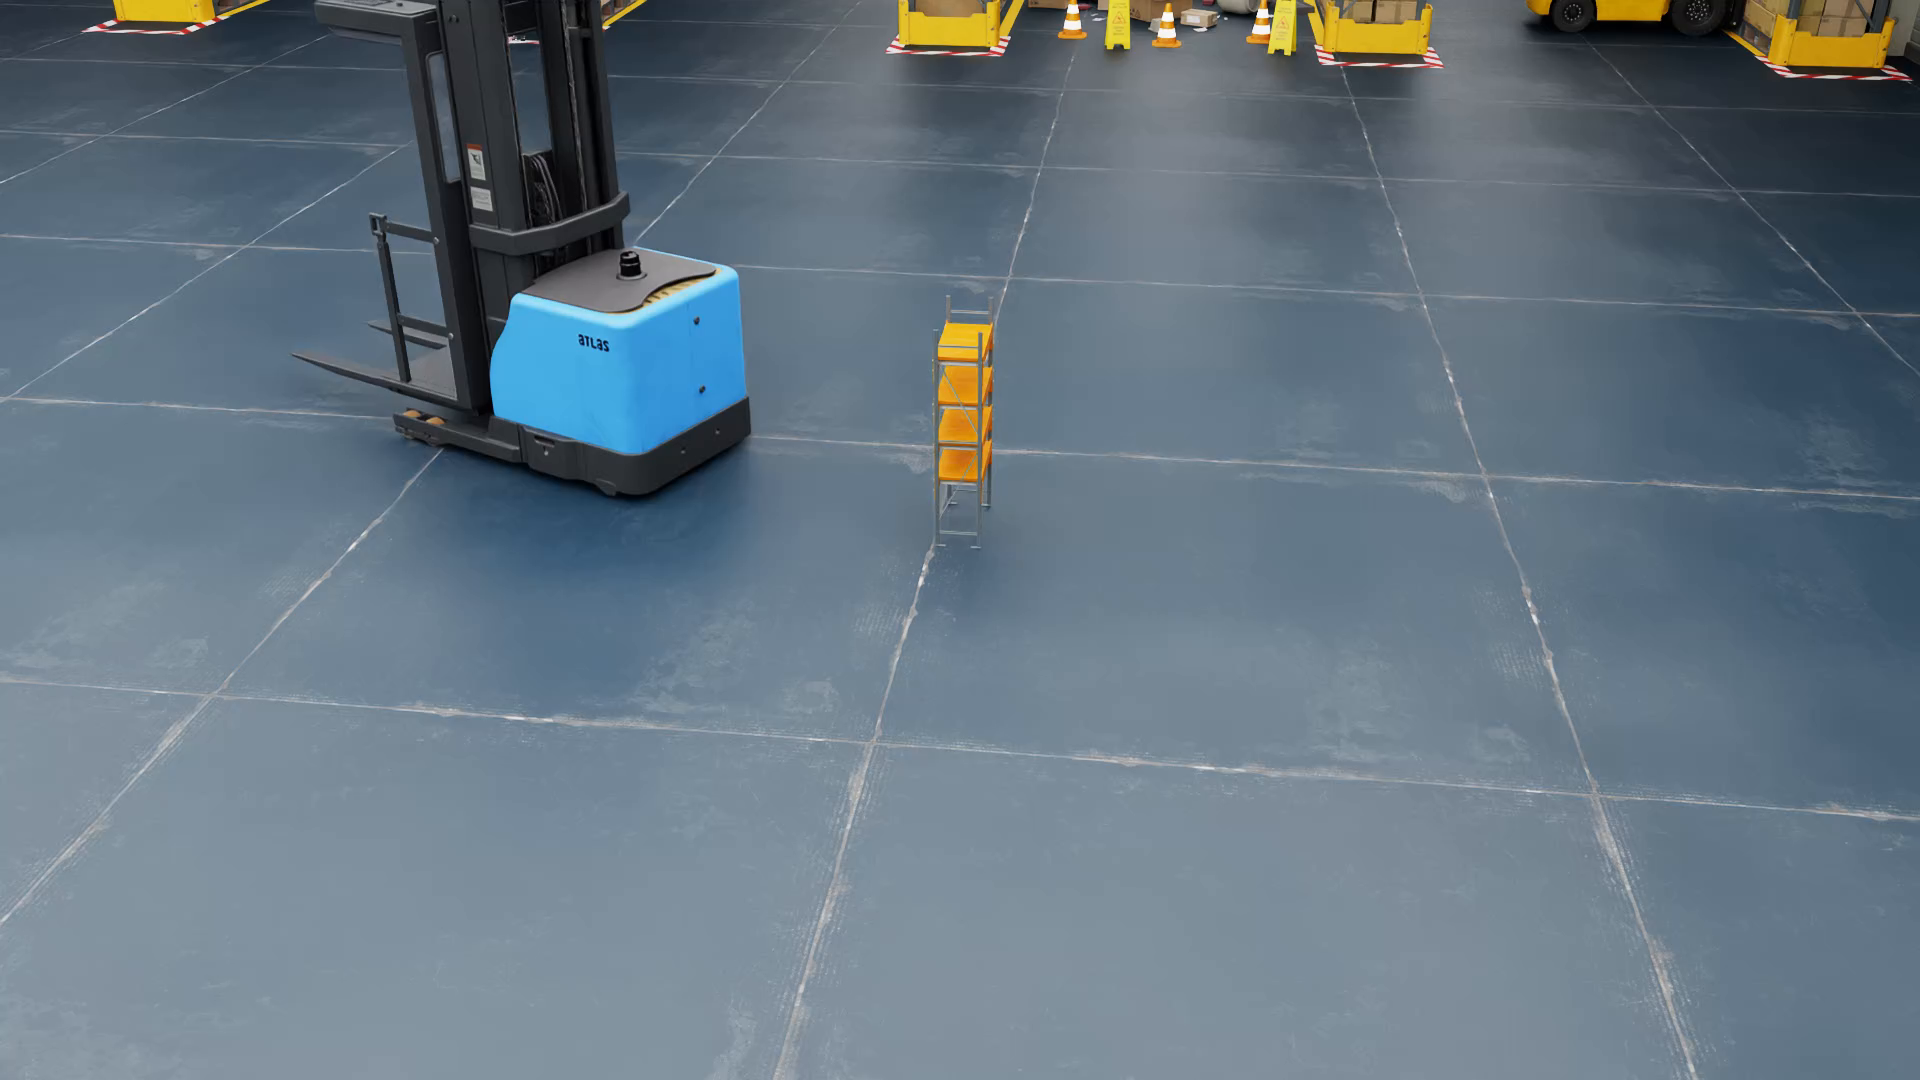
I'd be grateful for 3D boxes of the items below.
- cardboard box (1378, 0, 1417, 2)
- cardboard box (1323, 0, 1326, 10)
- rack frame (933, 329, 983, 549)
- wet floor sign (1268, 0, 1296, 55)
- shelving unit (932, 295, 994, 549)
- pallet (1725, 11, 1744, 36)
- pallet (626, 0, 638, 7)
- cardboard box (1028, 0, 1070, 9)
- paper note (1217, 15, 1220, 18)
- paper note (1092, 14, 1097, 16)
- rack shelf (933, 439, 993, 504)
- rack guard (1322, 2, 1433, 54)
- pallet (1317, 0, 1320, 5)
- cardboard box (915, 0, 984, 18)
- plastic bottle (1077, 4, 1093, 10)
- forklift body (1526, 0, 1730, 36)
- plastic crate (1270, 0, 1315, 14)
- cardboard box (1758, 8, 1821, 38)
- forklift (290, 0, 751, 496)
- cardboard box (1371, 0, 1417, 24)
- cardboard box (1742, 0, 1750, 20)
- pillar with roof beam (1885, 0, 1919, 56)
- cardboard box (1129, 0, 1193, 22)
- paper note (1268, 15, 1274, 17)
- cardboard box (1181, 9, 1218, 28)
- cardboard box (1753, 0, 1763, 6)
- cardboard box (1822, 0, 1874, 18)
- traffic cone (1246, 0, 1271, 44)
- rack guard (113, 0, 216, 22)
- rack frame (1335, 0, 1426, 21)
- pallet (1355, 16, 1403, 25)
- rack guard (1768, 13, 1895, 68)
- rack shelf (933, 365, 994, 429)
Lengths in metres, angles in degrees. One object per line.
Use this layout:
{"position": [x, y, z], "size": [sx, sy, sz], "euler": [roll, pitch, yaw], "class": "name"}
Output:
{"position": [5.179, -6.659, 19.613], "size": [0.500, 0.500, 0.500], "euler": [2, 28, 4], "class": "cardboard box"}
{"position": [4.707, -6.593, 20.282], "size": [0.500, 0.250, 0.500], "euler": [3, 29, 6], "class": "cardboard box"}
{"position": [-0.010, -0.491, 8.397], "size": [0.240, 1.200, 0.015], "euler": [3, 28, 6], "class": "rack frame"}
{"position": [3.718, -5.916, 19.050], "size": [0.267, 0.644, 0.232], "euler": [14, 31, 24], "class": "wet floor sign"}
{"position": [0.020, -0.606, 8.610], "size": [0.258, 1.200, 0.503], "euler": [3, 28, 6], "class": "shelving unit"}
{"position": [9.934, -6.400, 20.407], "size": [1.003, 0.211, 1.213], "euler": [3, 28, 6], "class": "pallet"}
{"position": [-4.736, -7.316, 22.108], "size": [1.003, 0.211, 1.213], "euler": [3, 28, 6], "class": "pallet"}
{"position": [1.197, -7.213, 21.608], "size": [0.500, 0.500, 0.500], "euler": [8, 29, 15], "class": "cardboard box"}
{"position": [3.197, -6.619, 21.016], "size": [0.148, 0.019, 0.142], "euler": [14, 31, 24], "class": "paper note"}
{"position": [1.712, -6.676, 21.131], "size": [0.032, 0.001, 0.123], "euler": [20, 34, 32], "class": "paper note"}
{"position": [0.020, -0.372, 8.736], "size": [0.258, 0.148, 0.480], "euler": [3, 28, 6], "class": "rack shelf"}
{"position": [4.813, -5.915, 19.201], "size": [1.175, 0.500, 0.348], "euler": [3, 28, 6], "class": "rack guard"}
{"position": [5.246, -7.316, 22.108], "size": [1.003, 0.211, 1.213], "euler": [3, 28, 6], "class": "pallet"}
{"position": [-0.104, -6.792, 19.992], "size": [0.875, 0.875, 0.875], "euler": [4, 29, 6], "class": "cardboard box"}
{"position": [1.560, -6.878, 21.453], "size": [0.283, 0.061, 0.133], "euler": [-6, 29, -11], "class": "plastic bottle"}
{"position": [8.152, -7.318, 20.065], "size": [2.313, 2.155, 1.214], "euler": [3, 28, 6], "class": "forklift body"}
{"position": [4.287, -6.885, 21.446], "size": [0.402, 0.080, 0.583], "euler": [-6, 29, -11], "class": "plastic crate"}
{"position": [9.474, -5.906, 19.007], "size": [0.500, 0.250, 0.500], "euler": [4, 29, 7], "class": "cardboard box"}
{"position": [-2.753, -2.038, 9.442], "size": [3.031, 2.935, 1.130], "euler": [16, 32, 27], "class": "forklift"}
{"position": [5.177, -6.317, 19.770], "size": [0.500, 0.250, 0.500], "euler": [3, 28, 6], "class": "cardboard box"}
{"position": [9.615, -6.375, 19.877], "size": [0.500, 0.250, 0.500], "euler": [4, 29, 7], "class": "cardboard box"}
{"position": [6.438, -9.859, 17.563], "size": [9.100, 9.000, 0.400], "euler": [3, 28, 6], "class": "pillar with roof beam"}
{"position": [2.506, -6.854, 20.942], "size": [0.797, 0.503, 0.637], "euler": [-17, 33, -29], "class": "cardboard box"}
{"position": [3.911, -6.637, 21.038], "size": [0.142, 0.019, 0.148], "euler": [-6, 29, -11], "class": "paper note"}
{"position": [2.959, -6.458, 20.581], "size": [0.380, 0.149, 0.250], "euler": [20, 34, 32], "class": "cardboard box"}
{"position": [9.552, -6.370, 19.340], "size": [0.500, 0.250, 0.500], "euler": [3, 28, 6], "class": "cardboard box"}
{"position": [9.994, -6.096, 18.832], "size": [0.500, 0.250, 0.500], "euler": [4, 29, 7], "class": "cardboard box"}
{"position": [3.576, -6.140, 19.659], "size": [0.336, 0.463, 0.334], "euler": [3, 28, 6], "class": "traffic cone"}
{"position": [-9.985, -6.781, 20.810], "size": [1.175, 0.500, 0.348], "euler": [3, 28, 6], "class": "rack guard"}
{"position": [4.803, -6.979, 18.542], "size": [1.000, 3.000, 0.127], "euler": [3, 28, 6], "class": "rack frame"}
{"position": [4.947, -6.168, 19.976], "size": [1.003, 0.211, 1.213], "euler": [3, 28, 6], "class": "pallet"}
{"position": [9.727, -5.581, 18.582], "size": [1.175, 0.500, 0.348], "euler": [3, 28, 6], "class": "rack guard"}
{"position": [0.020, -0.744, 8.536], "size": [0.258, 0.148, 0.480], "euler": [3, 28, 6], "class": "rack shelf"}
